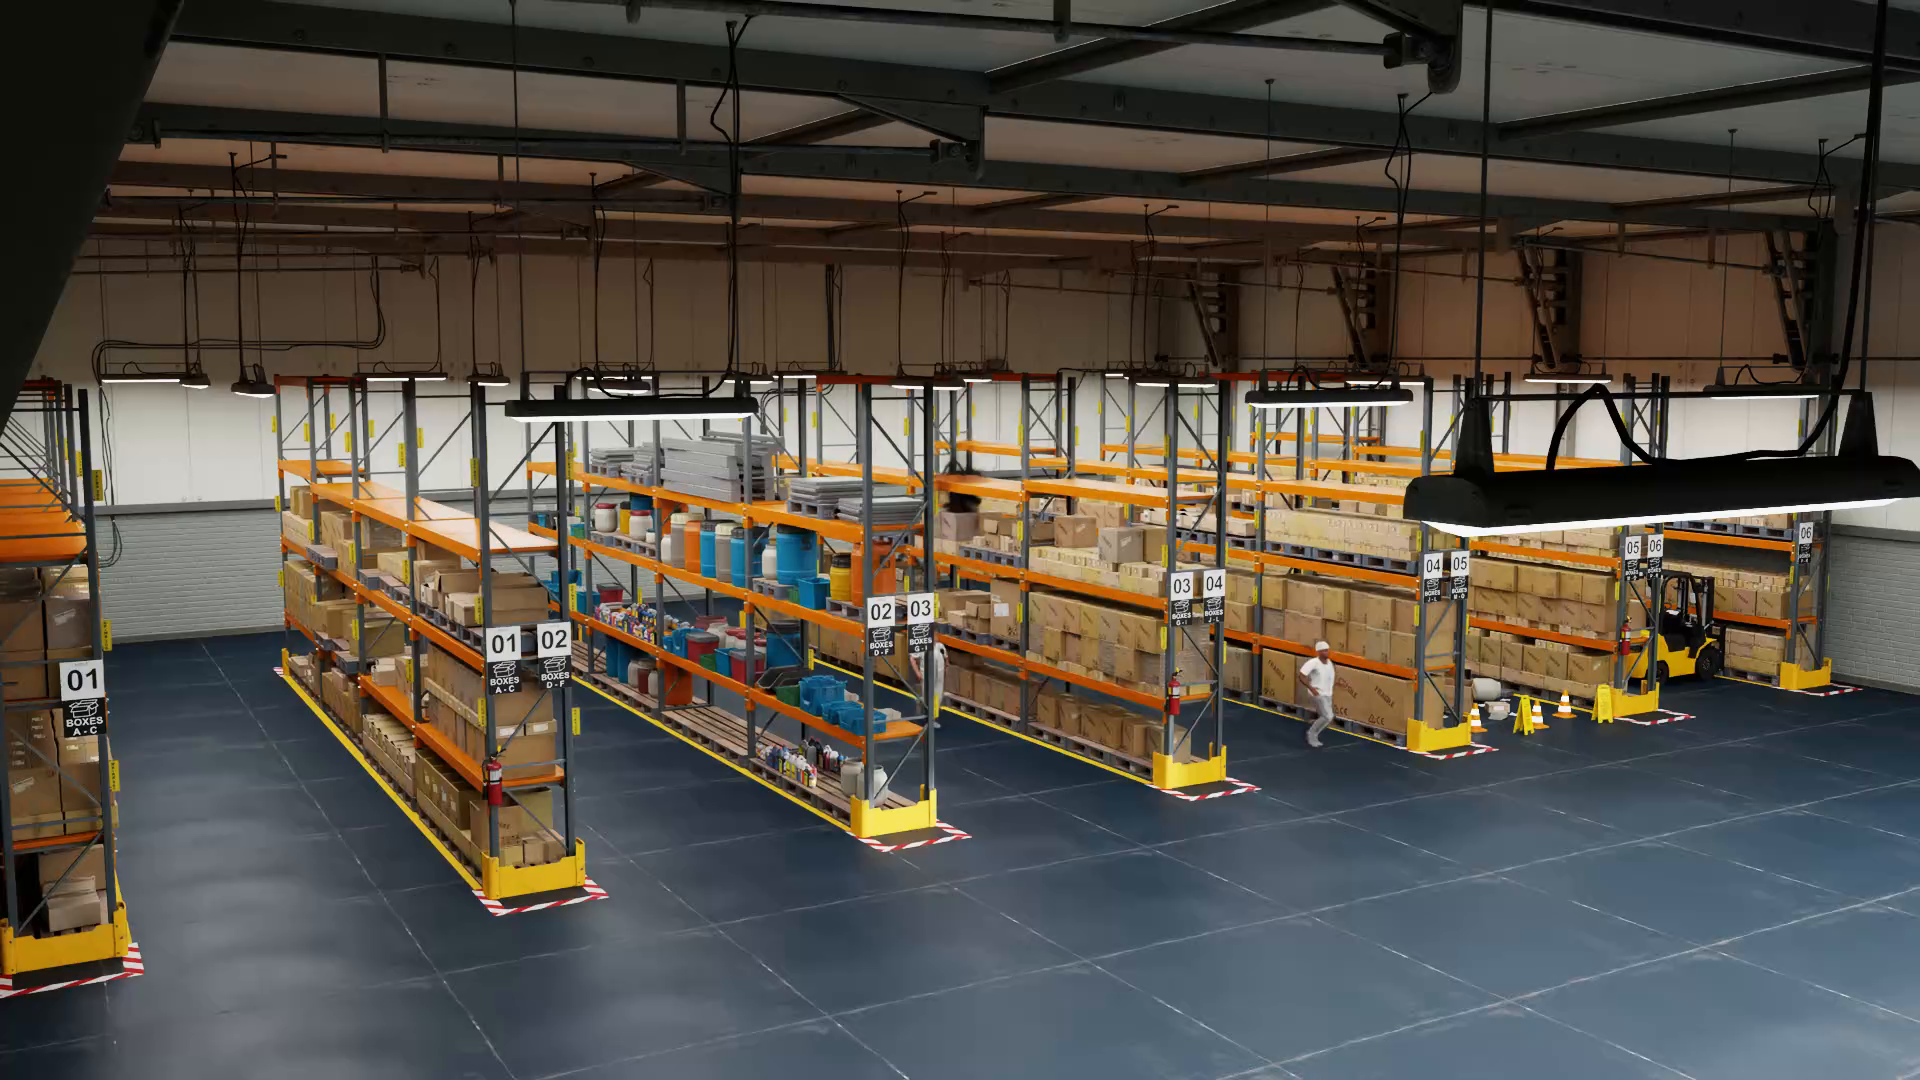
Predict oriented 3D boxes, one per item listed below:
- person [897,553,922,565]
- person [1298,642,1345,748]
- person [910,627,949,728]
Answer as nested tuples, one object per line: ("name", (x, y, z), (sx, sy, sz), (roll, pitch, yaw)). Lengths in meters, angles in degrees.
("person", (-1.314, 0.955, 41.329), (0.665, 1.761, 0.818), (5, 8, 36))
("person", (5.895, 2.516, 26.980), (0.671, 1.730, 0.617), (-6, 8, -42))
("person", (-0.478, 2.349, 28.540), (0.692, 1.755, 0.611), (-3, 7, -27))
